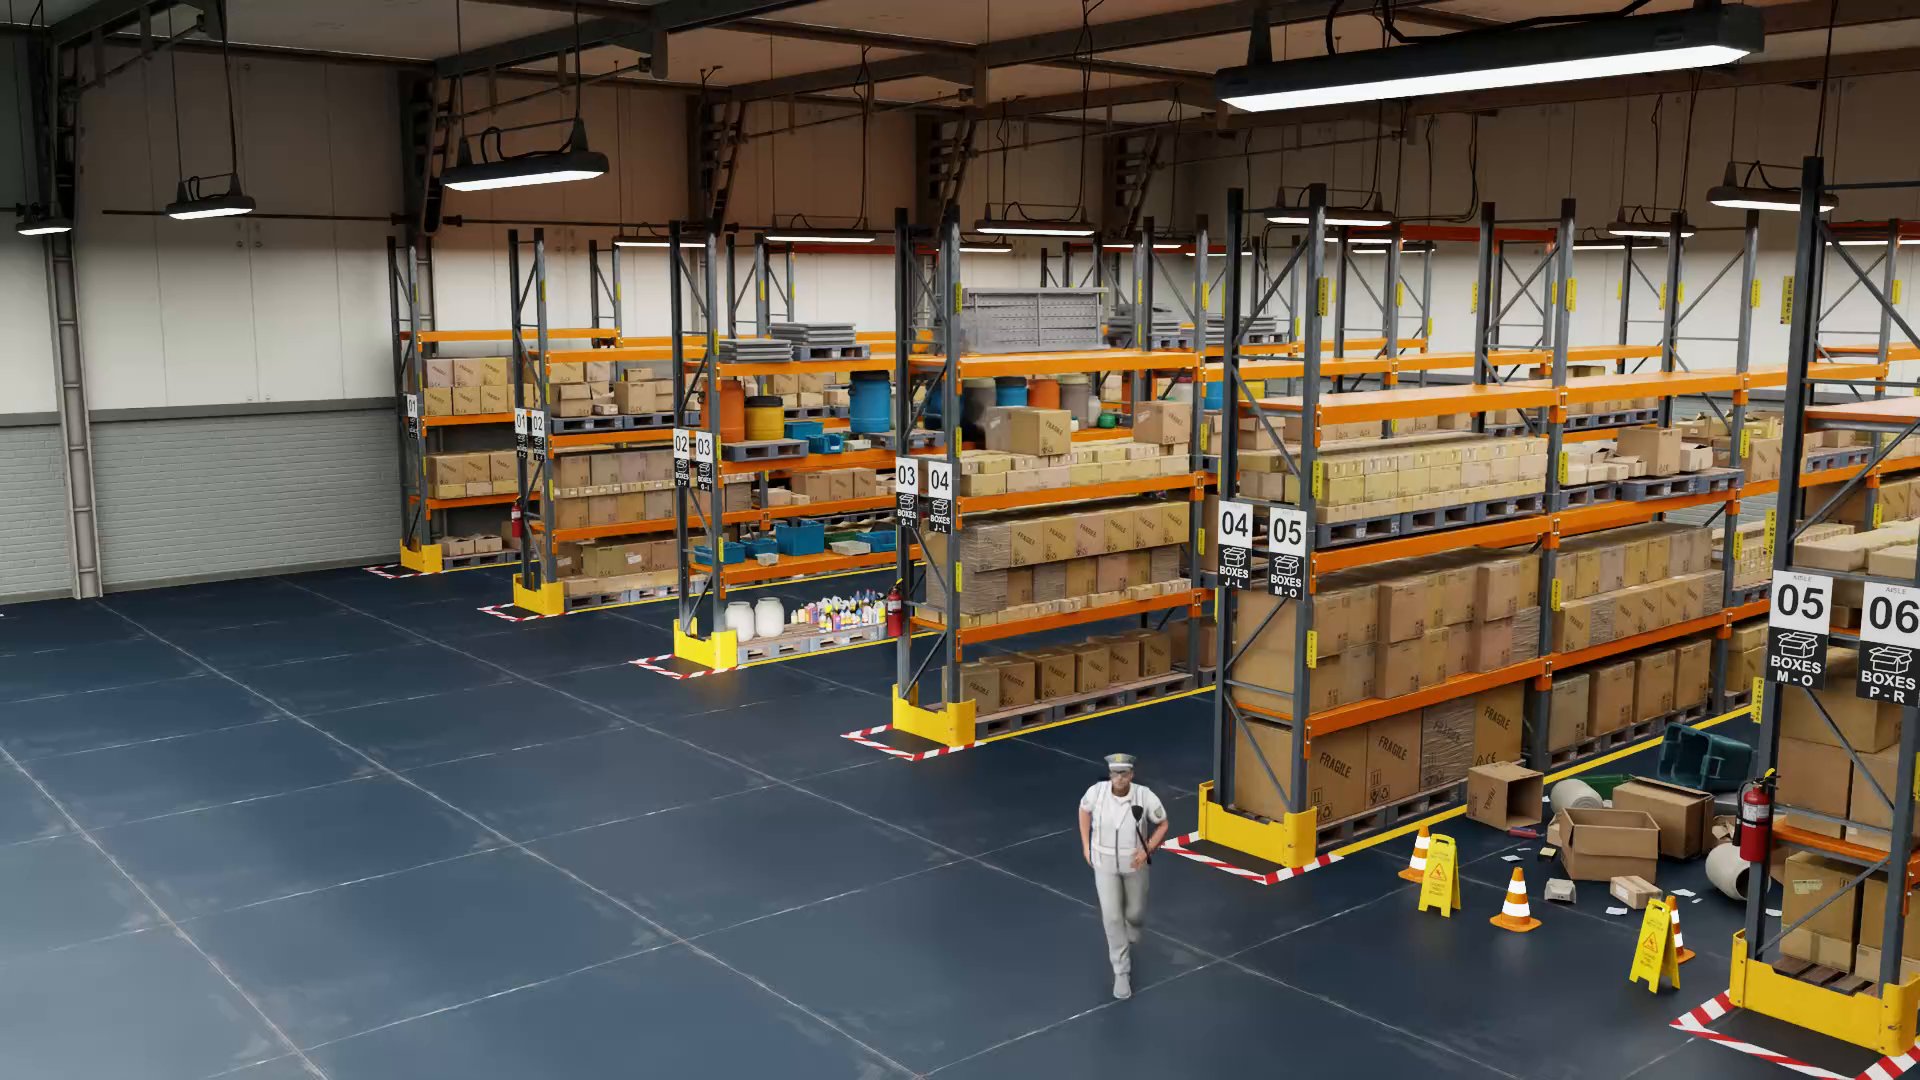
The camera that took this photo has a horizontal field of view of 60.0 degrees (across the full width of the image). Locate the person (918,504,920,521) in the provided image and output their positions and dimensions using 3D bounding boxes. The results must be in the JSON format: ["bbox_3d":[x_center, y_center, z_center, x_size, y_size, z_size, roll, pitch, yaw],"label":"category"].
[{"bbox_3d":[-0.982,-0.968,34.304,0.674,1.832,0.785,7,11,38],"label":"person"}]

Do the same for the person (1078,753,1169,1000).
[{"bbox_3d":[1.216,2.413,12.458,0.686,1.776,0.944,2,9,10],"label":"person"}]
